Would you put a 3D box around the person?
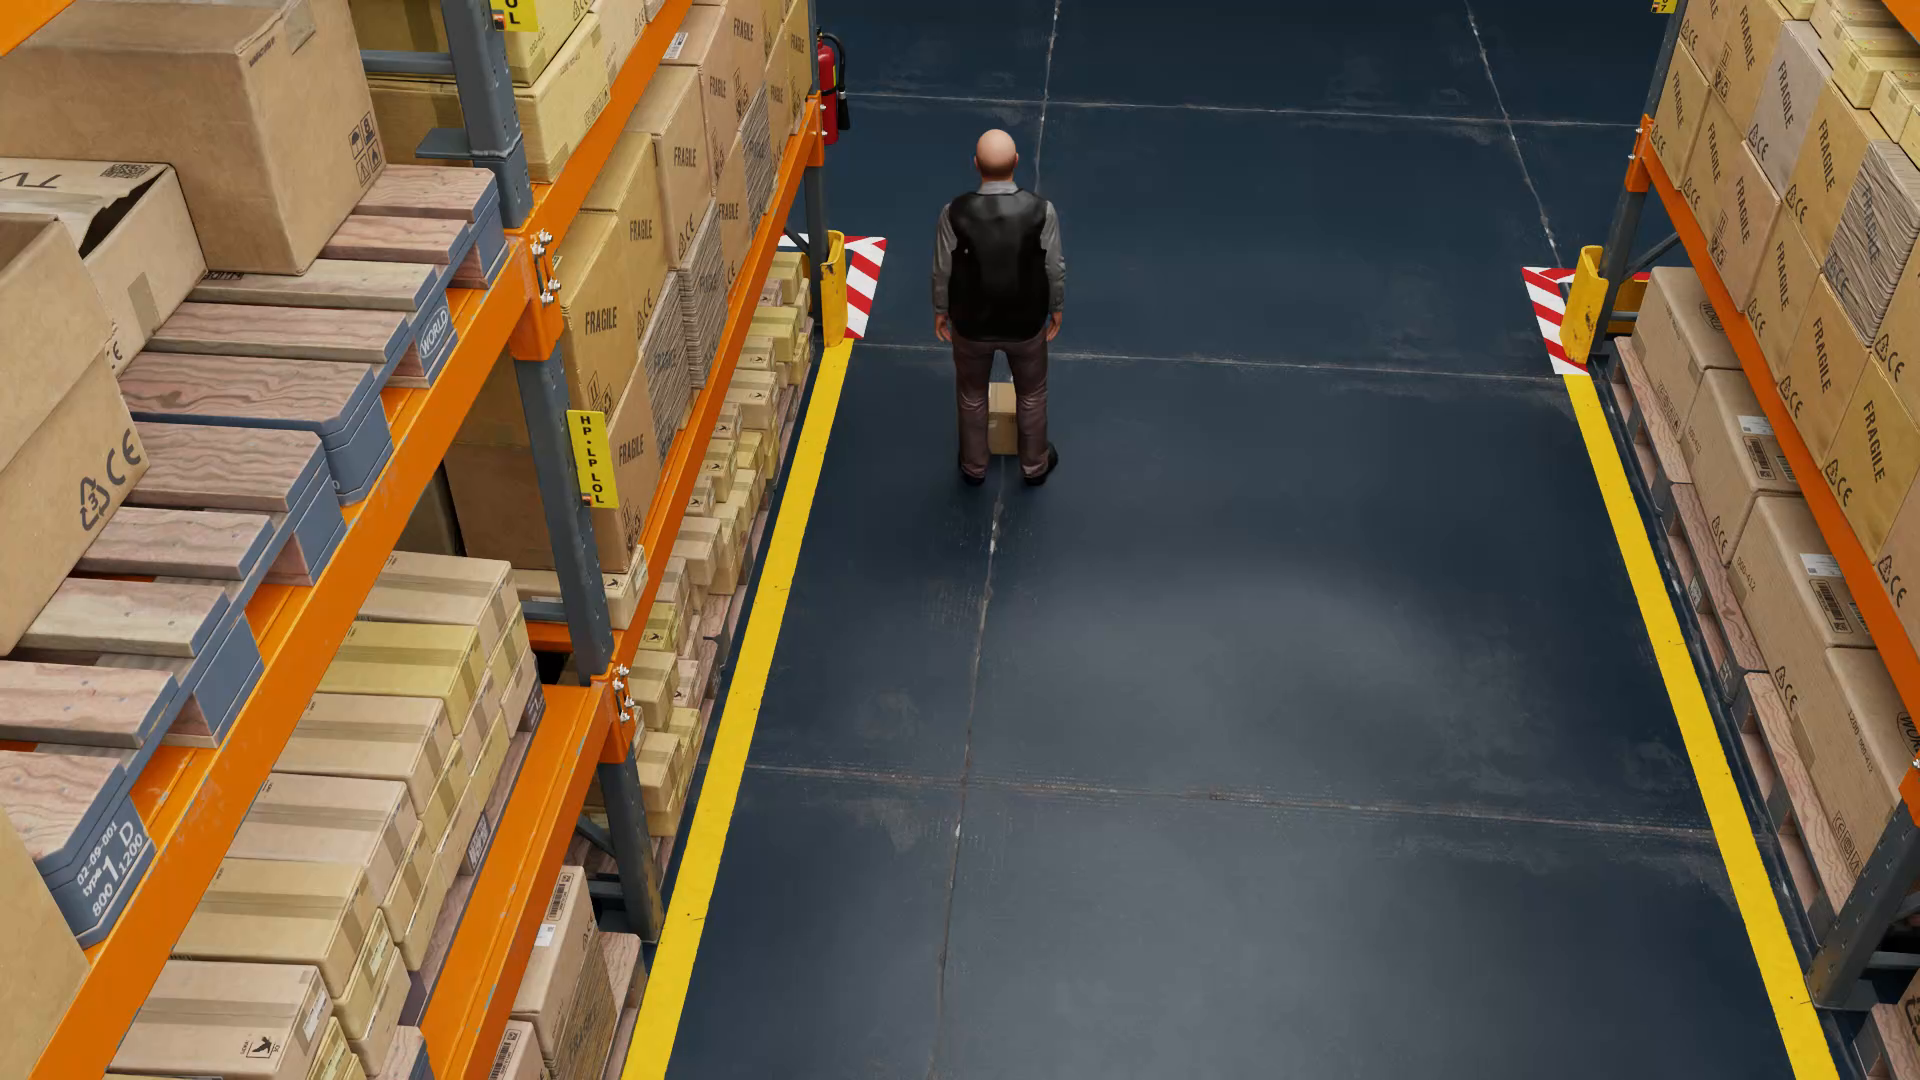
[{"bbox_3d":[0.171,-0.971,7.340,0.595,1.721,0.418,0,40,1],"label":"person"}]
